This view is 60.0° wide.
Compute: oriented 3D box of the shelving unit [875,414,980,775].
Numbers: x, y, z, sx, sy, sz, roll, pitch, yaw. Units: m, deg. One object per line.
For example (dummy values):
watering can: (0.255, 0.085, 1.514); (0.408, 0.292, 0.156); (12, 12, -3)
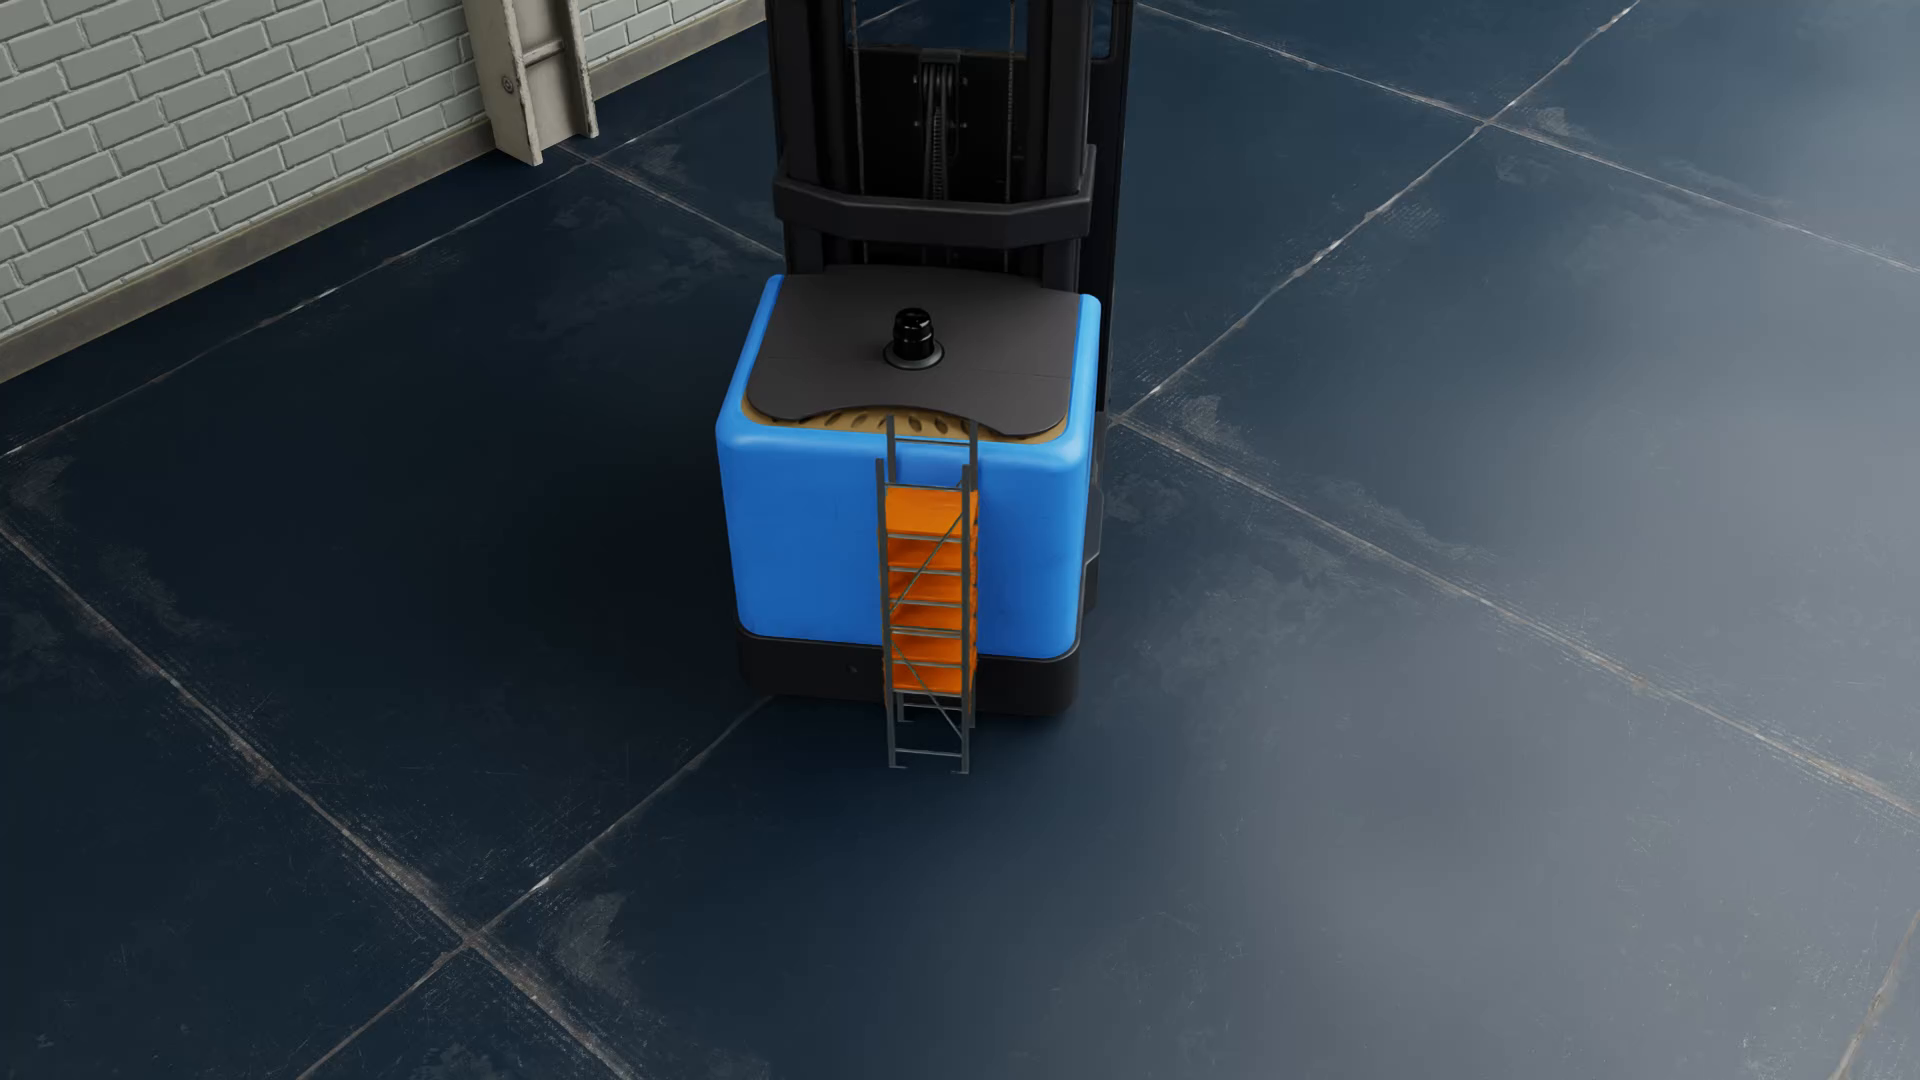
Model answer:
shelving unit: (-0.083, 0.187, 4.652); (0.258, 1.200, 0.189); (4, 42, 5)

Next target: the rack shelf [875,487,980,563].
rack shelf: (-0.083, -0.046, 4.440); (0.258, 0.103, 0.180); (4, 42, 5)

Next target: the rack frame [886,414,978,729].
rack frame: (-0.073, 0.126, 4.720); (0.240, 1.200, 0.006); (4, 42, 5)

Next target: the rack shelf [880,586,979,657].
rack shelf: (-0.083, 0.220, 4.682); (0.258, 0.103, 0.180); (4, 42, 5)

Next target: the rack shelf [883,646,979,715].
rack shelf: (-0.083, 0.398, 4.844); (0.258, 0.103, 0.180); (4, 42, 5)

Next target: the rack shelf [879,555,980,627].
rack shelf: (-0.083, 0.131, 4.602); (0.258, 0.103, 0.180); (4, 42, 5)

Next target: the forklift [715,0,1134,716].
forklift: (-0.004, -1.539, 5.264); (1.130, 2.935, 3.031); (4, 42, 5)

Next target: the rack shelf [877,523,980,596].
rack shelf: (-0.083, 0.042, 4.521); (0.258, 0.103, 0.180); (4, 42, 5)

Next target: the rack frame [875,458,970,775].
rack frame: (-0.094, 0.248, 4.585); (0.240, 1.200, 0.006); (4, 42, 5)

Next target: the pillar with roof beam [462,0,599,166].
pillar with roof beam: (1.349, -3.349, 2.744); (9.100, 9.000, 0.400); (29, 50, 28)

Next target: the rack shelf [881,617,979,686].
rack shelf: (-0.083, 0.309, 4.763); (0.258, 0.103, 0.180); (4, 42, 5)
